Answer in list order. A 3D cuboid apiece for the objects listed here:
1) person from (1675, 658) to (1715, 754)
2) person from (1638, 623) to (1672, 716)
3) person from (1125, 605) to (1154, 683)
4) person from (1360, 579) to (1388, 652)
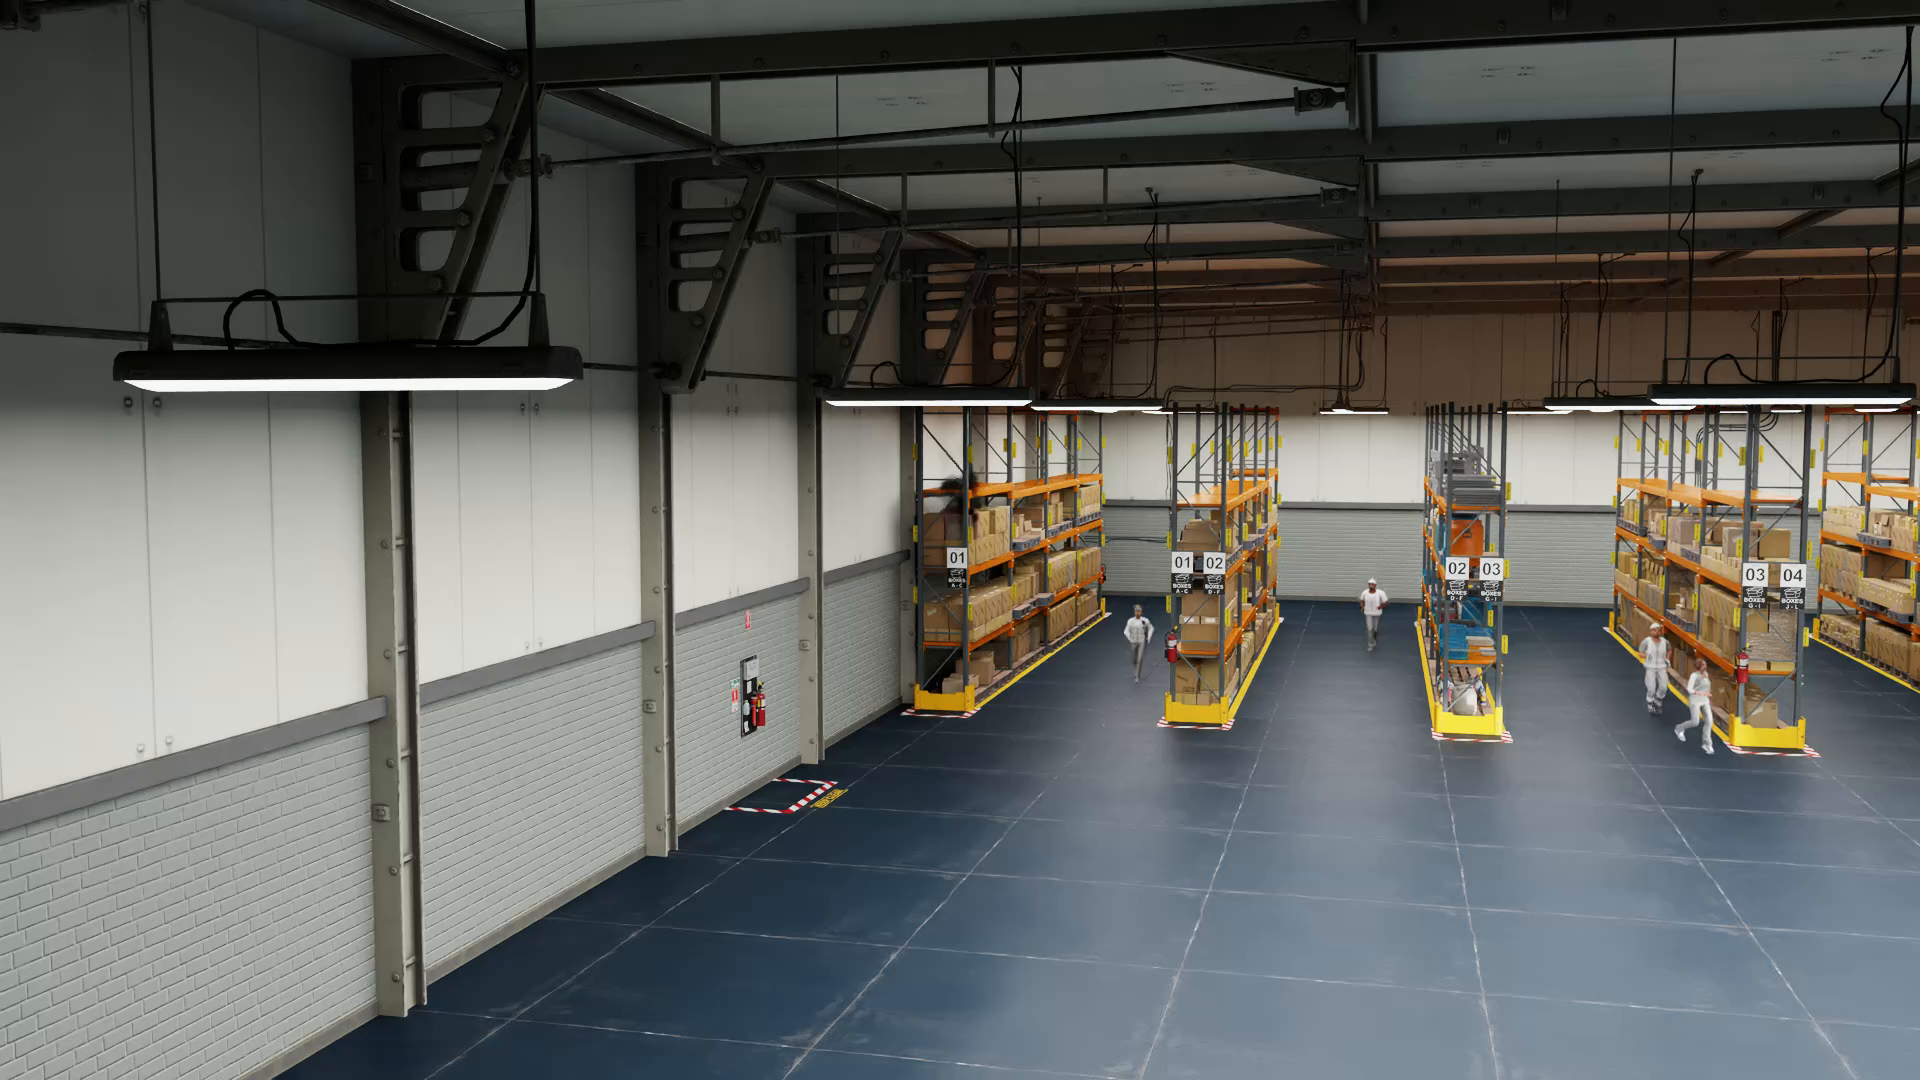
[{"bbox_3d":[12.663,2.833,28.596,0.571,1.628,0.839,-2,5,-26],"label":"person"},{"bbox_3d":[13.338,2.484,31.838,0.636,1.772,0.626,1,4,12],"label":"person"},{"bbox_3d":[3.886,2.233,36.125,0.632,1.670,0.842,1,4,12],"label":"person"},{"bbox_3d":[10.158,1.835,40.850,0.689,1.768,0.856,1,4,19],"label":"person"}]
